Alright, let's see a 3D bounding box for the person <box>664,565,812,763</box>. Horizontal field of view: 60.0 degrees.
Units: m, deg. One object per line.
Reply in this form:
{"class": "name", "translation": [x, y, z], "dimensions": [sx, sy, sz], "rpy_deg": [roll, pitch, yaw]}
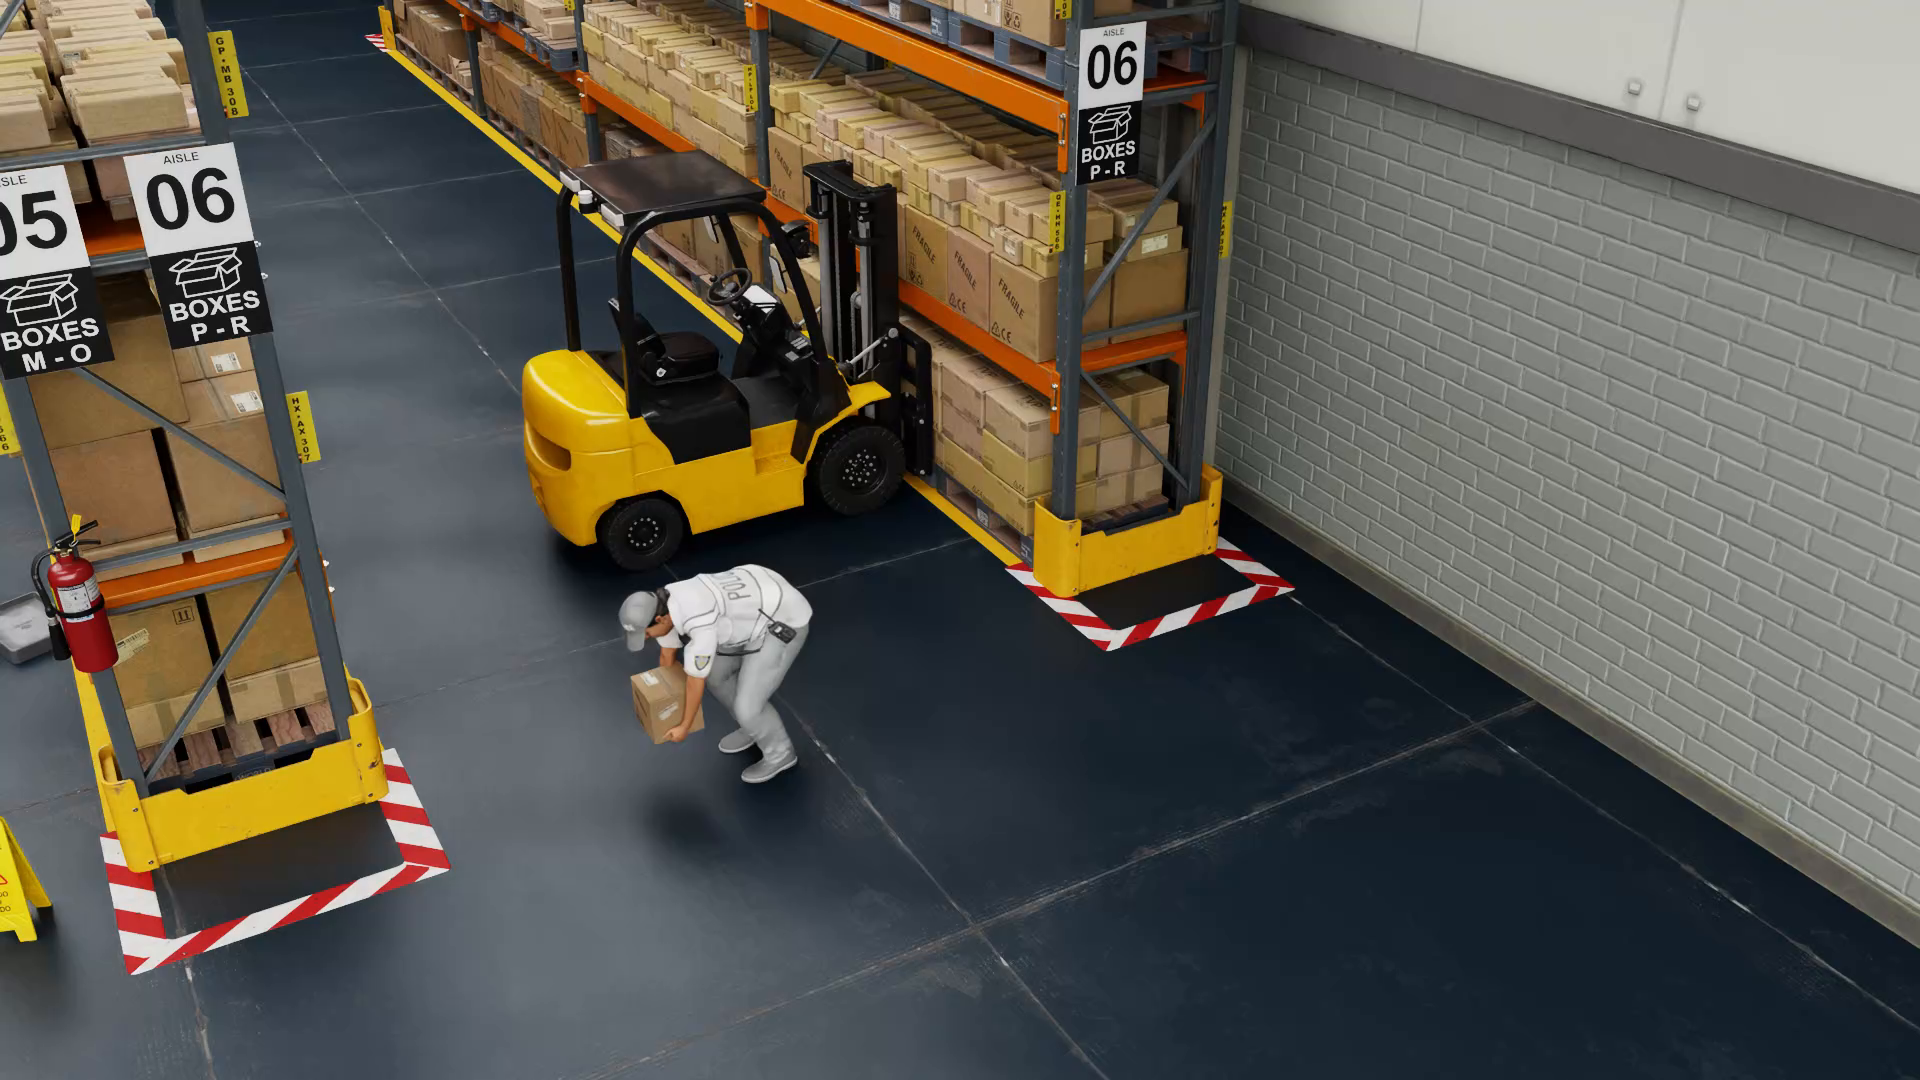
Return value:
{"class": "person", "translation": [-1.050, 0.591, 8.015], "dimensions": [0.683, 1.029, 0.495], "rpy_deg": [-18, 34, -28]}
